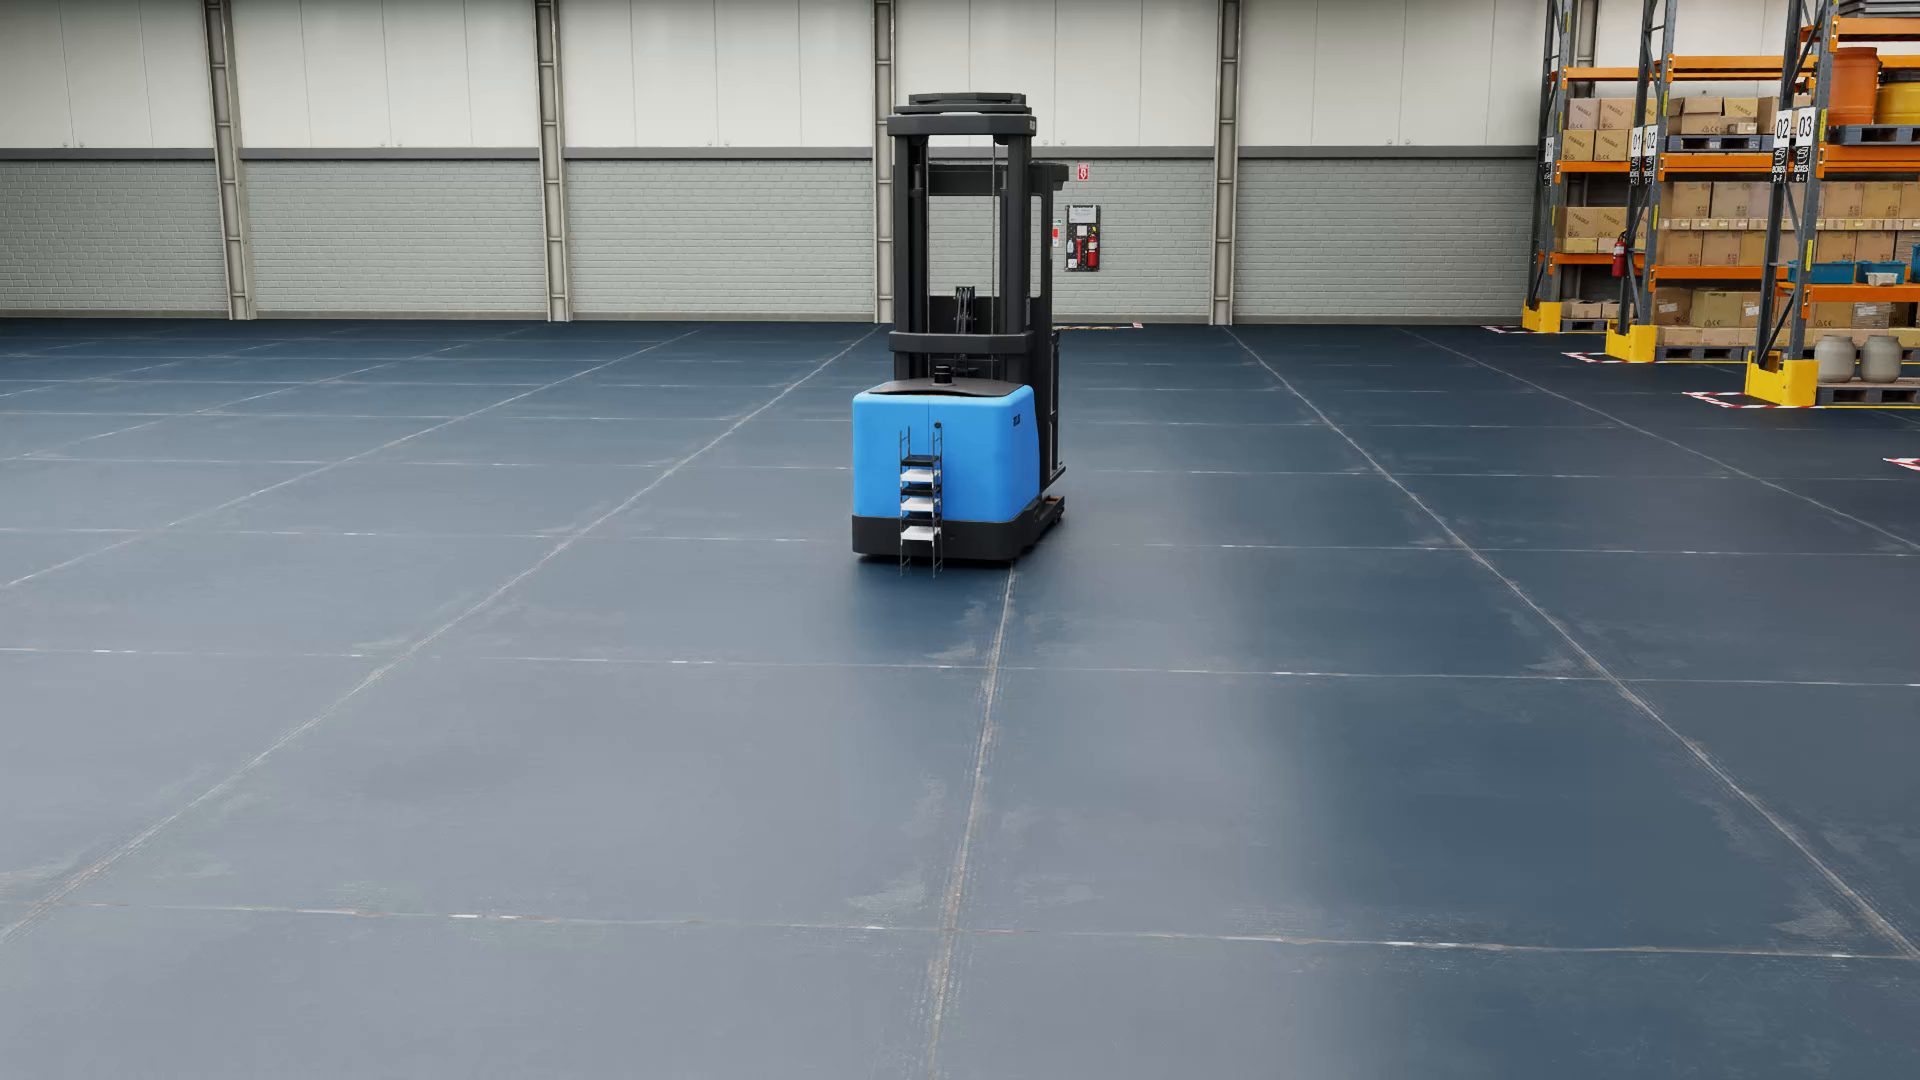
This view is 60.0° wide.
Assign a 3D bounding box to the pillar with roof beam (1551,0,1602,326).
[{"bbox_3d":[10.350,-7.301,24.194,0.400,9.000,9.100,1,12,4],"label":"pillar with roof beam"}]

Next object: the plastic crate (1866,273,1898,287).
[{"bbox_3d":[10.091,-2.846,18.193,0.250,0.136,0.298,1,12,4],"label":"plastic crate"}]

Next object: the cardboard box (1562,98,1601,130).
[{"bbox_3d":[10.250,-7.039,27.530,0.500,0.500,0.500,0,12,0],"label":"cardboard box"}]

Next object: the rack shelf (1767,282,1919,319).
[{"bbox_3d":[11.215,-2.674,18.481,4.000,0.370,1.077,1,12,4],"label":"rack shelf"}]

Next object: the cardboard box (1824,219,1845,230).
[{"bbox_3d":[11.993,-4.355,22.931,0.250,0.149,0.380,1,12,5],"label":"cardboard box"}]

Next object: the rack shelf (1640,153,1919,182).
[{"bbox_3d":[11.550,-5.154,23.012,4.000,0.370,1.077,1,12,4],"label":"rack shelf"}]

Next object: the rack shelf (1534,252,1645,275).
[{"bbox_3d":[11.877,-4.698,28.157,4.000,0.370,1.077,1,12,4],"label":"rack shelf"}]

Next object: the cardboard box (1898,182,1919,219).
[{"bbox_3d":[13.102,-4.699,22.994,0.500,0.500,0.700,1,12,4],"label":"cardboard box"}]

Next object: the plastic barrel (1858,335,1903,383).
[{"bbox_3d":[10.381,-2.041,18.749,0.421,0.512,0.421,0,12,0],"label":"plastic barrel"}]

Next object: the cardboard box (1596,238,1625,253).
[{"bbox_3d":[10.866,-4.938,27.865,0.500,0.250,0.500,0,12,2],"label":"cardboard box"}]

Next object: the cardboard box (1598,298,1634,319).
[{"bbox_3d":[11.135,-3.941,28.274,0.500,0.311,0.500,2,12,8],"label":"cardboard box"}]

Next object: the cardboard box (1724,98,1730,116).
[{"bbox_3d":[12.285,-7.001,27.348,0.500,0.500,0.500,0,12,2],"label":"cardboard box"}]

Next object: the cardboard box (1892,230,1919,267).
[{"bbox_3d":[13.102,-4.064,23.127,0.500,0.500,0.700,0,12,2],"label":"cardboard box"}]

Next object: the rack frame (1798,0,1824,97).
[{"bbox_3d":[13.873,-7.959,27.338,0.127,3.000,1.000,1,12,4],"label":"rack frame"}]

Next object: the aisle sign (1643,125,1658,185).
[{"bbox_3d":[9.468,-5.276,22.815,0.004,0.787,0.394,1,12,4],"label":"aisle sign"}]

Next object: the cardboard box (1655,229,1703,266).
[{"bbox_3d":[10.019,-4.105,23.323,0.500,0.500,0.700,1,12,4],"label":"cardboard box"}]

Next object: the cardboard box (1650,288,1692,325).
[{"bbox_3d":[10.109,-3.345,23.793,0.500,0.500,0.500,1,12,4],"label":"cardboard box"}]

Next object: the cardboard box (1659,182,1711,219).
[{"bbox_3d":[10.072,-4.739,23.186,0.500,0.500,0.700,1,12,4],"label":"cardboard box"}]

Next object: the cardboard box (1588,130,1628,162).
[{"bbox_3d":[10.732,-6.534,27.559,0.500,0.500,0.500,2,12,8],"label":"cardboard box"}]

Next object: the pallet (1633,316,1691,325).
[{"bbox_3d":[11.980,-3.676,28.325,1.213,0.211,1.003,1,12,4],"label":"pallet"}]

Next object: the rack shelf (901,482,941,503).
[{"bbox_3d":[-0.236,-0.291,10.183,0.200,0.077,0.258,2,12,11],"label":"rack shelf"}]

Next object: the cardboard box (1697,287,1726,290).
[{"bbox_3d":[12.834,-4.020,28.192,0.500,0.500,0.500,0,12,-1],"label":"cardboard box"}]

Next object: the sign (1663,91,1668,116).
[{"bbox_3d":[9.511,-5.887,22.430,0.005,0.325,0.100,1,12,4],"label":"sign"}]

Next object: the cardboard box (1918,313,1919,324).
[{"bbox_3d":[13.968,-3.198,23.549,0.500,0.311,0.500,1,12,4],"label":"cardboard box"}]

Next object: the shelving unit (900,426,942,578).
[{"bbox_3d":[-0.236,-0.235,10.194,0.210,0.900,0.258,2,12,11],"label":"shelving unit"}]

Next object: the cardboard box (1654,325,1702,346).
[{"bbox_3d":[10.074,-2.872,23.362,0.500,0.250,0.500,1,12,4],"label":"cardboard box"}]

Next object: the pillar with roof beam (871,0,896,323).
[{"bbox_3d":[-1.623,-7.466,24.979,0.400,9.000,9.100,1,12,4],"label":"pillar with roof beam"}]

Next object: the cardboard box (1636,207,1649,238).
[{"bbox_3d":[11.345,-5.296,27.744,0.500,0.500,0.500,0,12,2],"label":"cardboard box"}]

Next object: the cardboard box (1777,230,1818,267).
[{"bbox_3d":[11.564,-4.085,23.224,0.500,0.500,0.700,1,12,5],"label":"cardboard box"}]

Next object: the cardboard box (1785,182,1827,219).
[{"bbox_3d":[11.600,-4.720,23.093,0.500,0.500,0.700,1,12,4],"label":"cardboard box"}]

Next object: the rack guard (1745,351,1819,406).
[{"bbox_3d":[9.298,-1.838,18.836,0.348,0.500,1.175,1,12,4],"label":"rack guard"}]

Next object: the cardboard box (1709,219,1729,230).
[{"bbox_3d":[10.444,-4.376,23.031,0.250,0.149,0.380,1,12,4],"label":"cardboard box"}]

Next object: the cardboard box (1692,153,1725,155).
[{"bbox_3d":[12.293,-6.515,27.469,0.500,0.500,0.500,0,12,2],"label":"cardboard box"}]

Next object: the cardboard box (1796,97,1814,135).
[{"bbox_3d":[11.910,-5.852,22.970,0.637,0.503,0.797,2,12,10],"label":"cardboard box"}]

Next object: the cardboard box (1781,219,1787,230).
[{"bbox_3d":[11.216,-4.365,22.981,0.250,0.149,0.380,1,12,3],"label":"cardboard box"}]

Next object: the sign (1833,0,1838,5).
[{"bbox_3d":[9.178,-5.775,17.409,0.005,0.325,0.100,1,12,4],"label":"sign"}]

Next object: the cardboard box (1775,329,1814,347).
[{"bbox_3d":[11.571,-2.851,23.262,0.500,0.250,0.500,1,12,4],"label":"cardboard box"}]

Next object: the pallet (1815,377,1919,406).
[{"bbox_3d":[10.109,-1.685,18.807,1.213,0.211,1.003,1,12,4],"label":"pallet"}]

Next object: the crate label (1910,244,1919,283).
[{"bbox_3d":[11.074,-3.101,18.679,0.616,0.435,0.502,1,12,4],"label":"crate label"}]

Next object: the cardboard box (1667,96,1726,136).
[{"bbox_3d":[10.127,-5.849,22.959,0.637,0.503,0.797,2,12,8],"label":"cardboard box"}]

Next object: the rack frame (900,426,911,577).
[{"bbox_3d":[-0.336,-0.239,10.214,0.006,0.900,0.240,2,12,11],"label":"rack frame"}]

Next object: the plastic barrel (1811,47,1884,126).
[{"bbox_3d":[9.713,-4.957,18.237,0.708,0.830,0.600,1,12,4],"label":"plastic barrel"}]

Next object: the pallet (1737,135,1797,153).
[{"bbox_3d":[11.478,-5.459,22.929,1.213,0.211,1.003,1,12,4],"label":"pallet"}]

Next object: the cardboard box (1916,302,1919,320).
[{"bbox_3d":[16.138,-3.991,28.050,0.500,0.500,0.700,1,12,3],"label":"cardboard box"}]

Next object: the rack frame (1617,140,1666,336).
[{"bbox_3d":[9.554,-4.065,23.376,0.127,3.000,1.000,1,12,4],"label":"rack frame"}]

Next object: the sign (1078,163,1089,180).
[{"bbox_3d":[2.187,-6.523,29.465,0.199,0.298,0.001,1,12,4],"label":"sign"}]

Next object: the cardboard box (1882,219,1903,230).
[{"bbox_3d":[12.752,-4.344,22.879,0.250,0.149,0.380,0,12,2],"label":"cardboard box"}]

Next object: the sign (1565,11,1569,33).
[{"bbox_3d":[9.845,-8.399,26.966,0.005,0.325,0.100,1,12,4],"label":"sign"}]

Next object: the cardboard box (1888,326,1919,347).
[{"bbox_3d":[13.068,-2.832,23.170,0.500,0.250,0.500,1,12,4],"label":"cardboard box"}]

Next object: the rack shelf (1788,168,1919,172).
[{"bbox_3d":[15.868,-6.111,27.588,4.000,0.370,1.077,1,12,4],"label":"rack shelf"}]

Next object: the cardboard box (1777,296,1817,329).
[{"bbox_3d":[11.571,-3.218,23.185,0.500,0.500,0.500,1,12,4],"label":"cardboard box"}]

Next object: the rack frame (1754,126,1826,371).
[{"bbox_3d":[9.219,-3.053,18.539,0.127,3.000,1.000,1,12,4],"label":"rack frame"}]

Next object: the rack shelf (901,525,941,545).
[{"bbox_3d":[-0.236,-0.026,10.238,0.200,0.077,0.258,2,12,11],"label":"rack shelf"}]

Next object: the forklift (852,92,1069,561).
[{"bbox_3d":[0.140,-1.561,11.570,1.130,2.935,3.031,3,12,13],"label":"forklift"}]

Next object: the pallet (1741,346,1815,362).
[{"bbox_3d":[11.534,-2.681,23.570,1.213,0.211,1.003,1,12,4],"label":"pallet"}]
